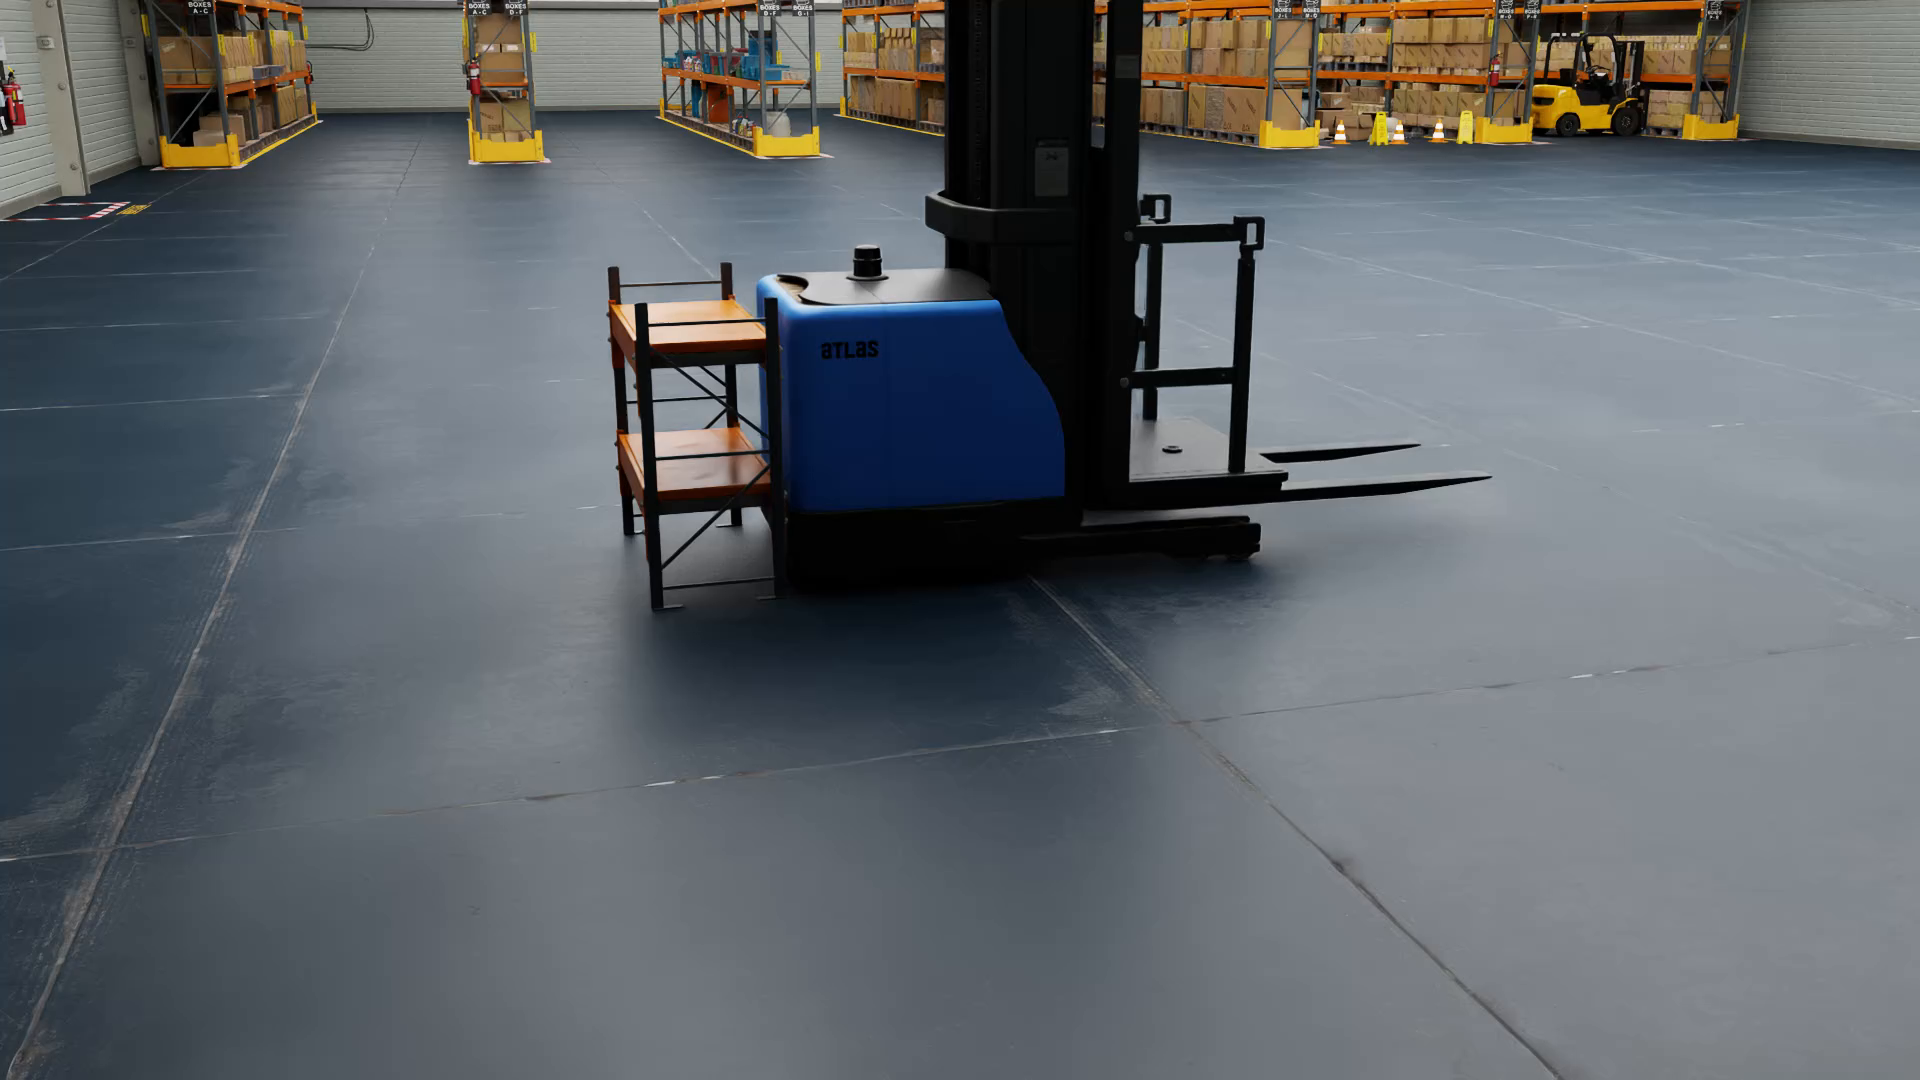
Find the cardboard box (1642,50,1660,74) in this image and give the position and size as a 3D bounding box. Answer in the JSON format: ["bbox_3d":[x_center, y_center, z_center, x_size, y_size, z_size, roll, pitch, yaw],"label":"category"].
[{"bbox_3d":[15.308,-10.454,36.367,0.500,0.500,0.500,-5,17,-16],"label":"cardboard box"}]

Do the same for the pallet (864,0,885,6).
[{"bbox_3d":[-1.842,-13.769,42.515,1.003,0.211,1.213,-5,17,-15],"label":"pallet"}]

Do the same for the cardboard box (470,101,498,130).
[{"bbox_3d":[-8.578,-7.689,30.083,0.500,0.500,0.500,-5,17,-15],"label":"cardboard box"}]

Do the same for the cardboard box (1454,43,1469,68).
[{"bbox_3d":[10.652,-10.069,34.568,0.500,0.500,0.500,-5,17,-15],"label":"cardboard box"}]

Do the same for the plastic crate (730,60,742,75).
[{"bbox_3d":[-4.169,-9.358,33.000,0.767,0.338,0.504,-5,17,-15],"label":"plastic crate"}]

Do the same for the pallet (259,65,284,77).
[{"bbox_3d":[-14.518,-9.585,33.982,1.213,0.211,1.003,-5,17,-15],"label":"pallet"}]

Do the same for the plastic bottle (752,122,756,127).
[{"bbox_3d":[-3.959,-7.900,31.995,0.061,0.283,0.133,-5,17,-15],"label":"plastic bottle"}]

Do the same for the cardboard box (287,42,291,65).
[{"bbox_3d":[-15.546,-11.065,37.847,0.500,0.500,0.500,-5,17,-16],"label":"cardboard box"}]

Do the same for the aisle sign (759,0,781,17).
[{"bbox_3d":[-3.358,-9.638,29.305,0.394,0.787,0.004,-5,17,-15],"label":"aisle sign"}]

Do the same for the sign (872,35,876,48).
[{"bbox_3d":[-2.161,-12.556,41.894,0.100,0.325,0.005,-5,17,-15],"label":"sign"}]

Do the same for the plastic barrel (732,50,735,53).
[{"bbox_3d":[-4.802,-10.435,36.283,0.421,0.512,0.421,0,17,0],"label":"plastic barrel"}]

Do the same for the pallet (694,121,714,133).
[{"bbox_3d":[-5.547,-9.529,38.307,1.003,0.211,1.213,-5,17,-15],"label":"pallet"}]

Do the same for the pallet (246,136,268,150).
[{"bbox_3d":[-13.932,-7.639,32.017,1.003,0.211,1.213,-5,17,-15],"label":"pallet"}]

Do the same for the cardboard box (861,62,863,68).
[{"bbox_3d":[-2.380,-12.441,43.591,0.380,0.149,0.250,-5,17,-16],"label":"cardboard box"}]

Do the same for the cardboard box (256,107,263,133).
[{"bbox_3d":[-14.374,-8.398,33.275,0.700,0.500,0.500,-5,17,-16],"label":"cardboard box"}]

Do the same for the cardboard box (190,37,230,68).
[{"bbox_3d":[-12.460,-8.106,27.646,0.500,0.500,0.500,-5,17,-15],"label":"cardboard box"}]

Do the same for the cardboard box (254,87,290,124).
[{"bbox_3d":[-15.126,-9.494,36.352,0.750,0.750,0.750,-5,17,-16],"label":"cardboard box"}]

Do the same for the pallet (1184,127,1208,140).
[{"bbox_3d":[5.502,-8.747,35.703,1.003,0.211,1.213,-5,17,-15],"label":"pallet"}]

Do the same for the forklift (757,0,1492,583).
[{"bbox_3d":[0.721,-1.450,6.683,3.031,2.935,1.130,-4,17,-13],"label":"forklift"}]

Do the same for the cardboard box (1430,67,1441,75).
[{"bbox_3d":[10.317,-10.063,35.675,0.380,0.149,0.250,-5,17,-15],"label":"cardboard box"}]

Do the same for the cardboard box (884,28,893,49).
[{"bbox_3d":[-1.444,-12.500,41.433,0.797,0.503,0.637,-5,17,-17],"label":"cardboard box"}]

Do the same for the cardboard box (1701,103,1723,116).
[{"bbox_3d":[16.041,-9.275,35.796,0.500,0.250,0.500,-4,17,-14],"label":"cardboard box"}]

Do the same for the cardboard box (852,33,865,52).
[{"bbox_3d":[-2.569,-13.248,44.283,0.500,0.500,0.500,-5,17,-17],"label":"cardboard box"}]

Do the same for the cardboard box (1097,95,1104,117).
[{"bbox_3d":[3.697,-10.714,41.022,0.500,0.500,0.500,-4,17,-13],"label":"cardboard box"}]

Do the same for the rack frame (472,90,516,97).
[{"bbox_3d":[-11.153,-11.365,39.573,1.000,3.000,0.127,-5,17,-15],"label":"rack frame"}]

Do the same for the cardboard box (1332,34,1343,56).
[{"bbox_3d":[9.204,-11.783,39.544,0.500,0.500,0.500,-4,17,-14],"label":"cardboard box"}]

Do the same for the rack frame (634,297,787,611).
[{"bbox_3d":[-0.891,-0.304,6.008,0.500,1.125,0.032,-5,17,-16],"label":"rack frame"}]

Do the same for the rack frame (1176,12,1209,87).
[{"bbox_3d":[6.802,-14.037,48.469,1.000,3.000,0.127,-5,17,-15],"label":"rack frame"}]

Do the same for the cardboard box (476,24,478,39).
[{"bbox_3d":[-8.550,-9.421,30.672,0.700,0.500,0.500,-5,17,-15],"label":"cardboard box"}]

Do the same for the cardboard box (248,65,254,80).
[{"bbox_3d":[-13.295,-8.590,30.562,0.500,0.250,0.500,-5,17,-15],"label":"cardboard box"}]

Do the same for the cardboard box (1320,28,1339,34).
[{"bbox_3d":[9.100,-12.507,41.463,0.500,0.500,0.500,-5,18,-17],"label":"cardboard box"}]

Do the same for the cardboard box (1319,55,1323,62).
[{"bbox_3d":[8.956,-11.720,40.461,0.380,0.149,0.250,-6,18,-19],"label":"cardboard box"}]

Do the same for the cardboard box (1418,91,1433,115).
[{"bbox_3d":[10.301,-9.486,36.064,0.500,0.500,0.500,-4,17,-12],"label":"cardboard box"}]

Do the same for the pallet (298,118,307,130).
[{"bbox_3d":[-16.049,-9.853,39.388,1.003,0.211,1.213,-5,17,-15],"label":"pallet"}]

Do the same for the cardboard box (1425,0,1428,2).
[{"bbox_3d":[10.235,-11.645,35.727,0.380,0.149,0.250,-5,18,-17],"label":"cardboard box"}]

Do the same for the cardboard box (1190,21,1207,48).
[{"bbox_3d":[5.436,-10.783,35.497,0.875,0.550,0.550,-5,17,-15],"label":"cardboard box"}]

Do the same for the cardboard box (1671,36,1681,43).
[{"bbox_3d":[15.474,-10.724,35.622,0.380,0.149,0.250,-4,17,-14],"label":"cardboard box"}]

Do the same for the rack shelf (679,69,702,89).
[{"bbox_3d":[-5.840,-10.858,39.136,1.077,0.370,4.000,-5,17,-15],"label":"rack shelf"}]

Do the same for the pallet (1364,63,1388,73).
[{"bbox_3d":[10.029,-10.849,38.189,1.003,0.211,1.213,-5,17,-15],"label":"pallet"}]

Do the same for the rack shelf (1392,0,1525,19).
[{"bbox_3d":[10.649,-11.257,35.249,1.077,0.370,4.000,-5,17,-15],"label":"rack shelf"}]

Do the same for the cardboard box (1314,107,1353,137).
[{"bbox_3d":[8.017,-9.025,35.885,0.797,0.637,0.503,-5,17,-15],"label":"cardboard box"}]

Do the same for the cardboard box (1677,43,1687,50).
[{"bbox_3d":[15.507,-10.506,35.411,0.380,0.149,0.250,-4,17,-14],"label":"cardboard box"}]

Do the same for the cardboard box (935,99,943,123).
[{"bbox_3d":[-0.160,-9.718,37.671,0.700,0.500,0.500,-6,18,-20],"label":"cardboard box"}]

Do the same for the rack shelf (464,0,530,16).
[{"bbox_3d":[-8.405,-9.691,30.037,1.077,0.370,4.000,-5,17,-15],"label":"rack shelf"}]

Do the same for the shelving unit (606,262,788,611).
[{"bbox_3d":[-1.037,-0.444,6.475,0.538,1.125,1.048,-5,17,-16],"label":"shelving unit"}]

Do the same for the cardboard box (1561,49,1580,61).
[{"bbox_3d":[14.490,-11.395,39.063,0.500,0.250,0.500,-5,17,-16],"label":"cardboard box"}]

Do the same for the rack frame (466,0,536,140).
[{"bbox_3d":[-7.855,-8.046,28.523,1.000,3.000,0.127,-5,17,-15],"label":"rack frame"}]

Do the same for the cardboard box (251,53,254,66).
[{"bbox_3d":[-13.970,-9.317,31.816,0.700,0.500,0.500,-3,17,-10],"label":"cardboard box"}]

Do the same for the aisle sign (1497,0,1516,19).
[{"bbox_3d":[10.937,-10.816,33.228,0.394,0.787,0.004,-5,17,-15],"label":"aisle sign"}]

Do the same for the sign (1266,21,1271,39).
[{"bbox_3d":[5.942,-9.821,32.009,0.100,0.325,0.005,-5,17,-15],"label":"sign"}]

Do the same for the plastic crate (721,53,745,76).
[{"bbox_3d":[-4.618,-9.683,33.863,0.402,0.464,0.583,-5,17,-15],"label":"plastic crate"}]

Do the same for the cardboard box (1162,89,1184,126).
[{"bbox_3d":[5.111,-9.587,36.834,1.050,0.750,0.750,-5,17,-16],"label":"cardboard box"}]

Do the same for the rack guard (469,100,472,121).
[{"bbox_3d":[-12.232,-11.253,43.546,1.175,0.500,0.348,-5,17,-15],"label":"rack guard"}]
